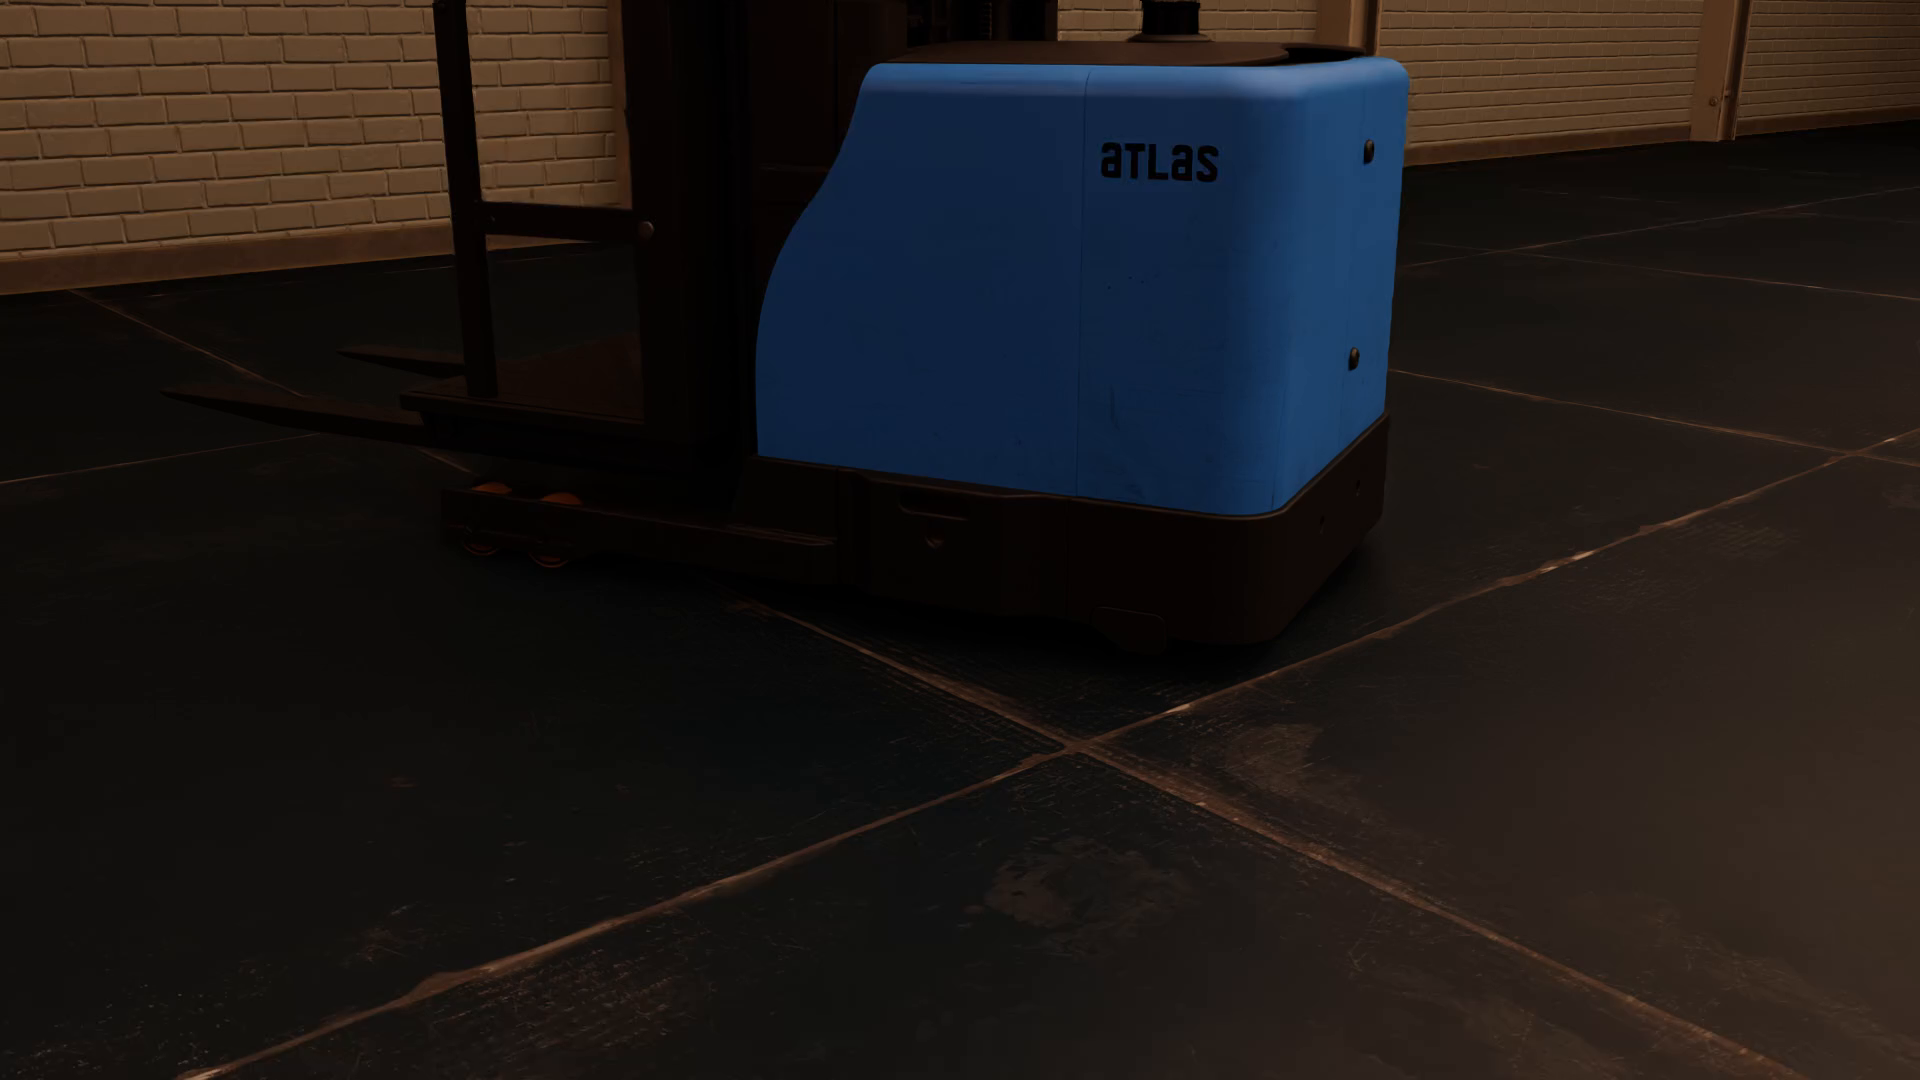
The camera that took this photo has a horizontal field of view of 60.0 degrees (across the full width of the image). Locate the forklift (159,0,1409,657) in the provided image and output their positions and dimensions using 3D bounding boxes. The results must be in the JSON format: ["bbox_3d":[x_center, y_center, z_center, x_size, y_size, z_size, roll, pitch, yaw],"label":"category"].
[{"bbox_3d":[-0.591,-1.467,3.630,3.031,2.935,1.130,8,19,25],"label":"forklift"}]
